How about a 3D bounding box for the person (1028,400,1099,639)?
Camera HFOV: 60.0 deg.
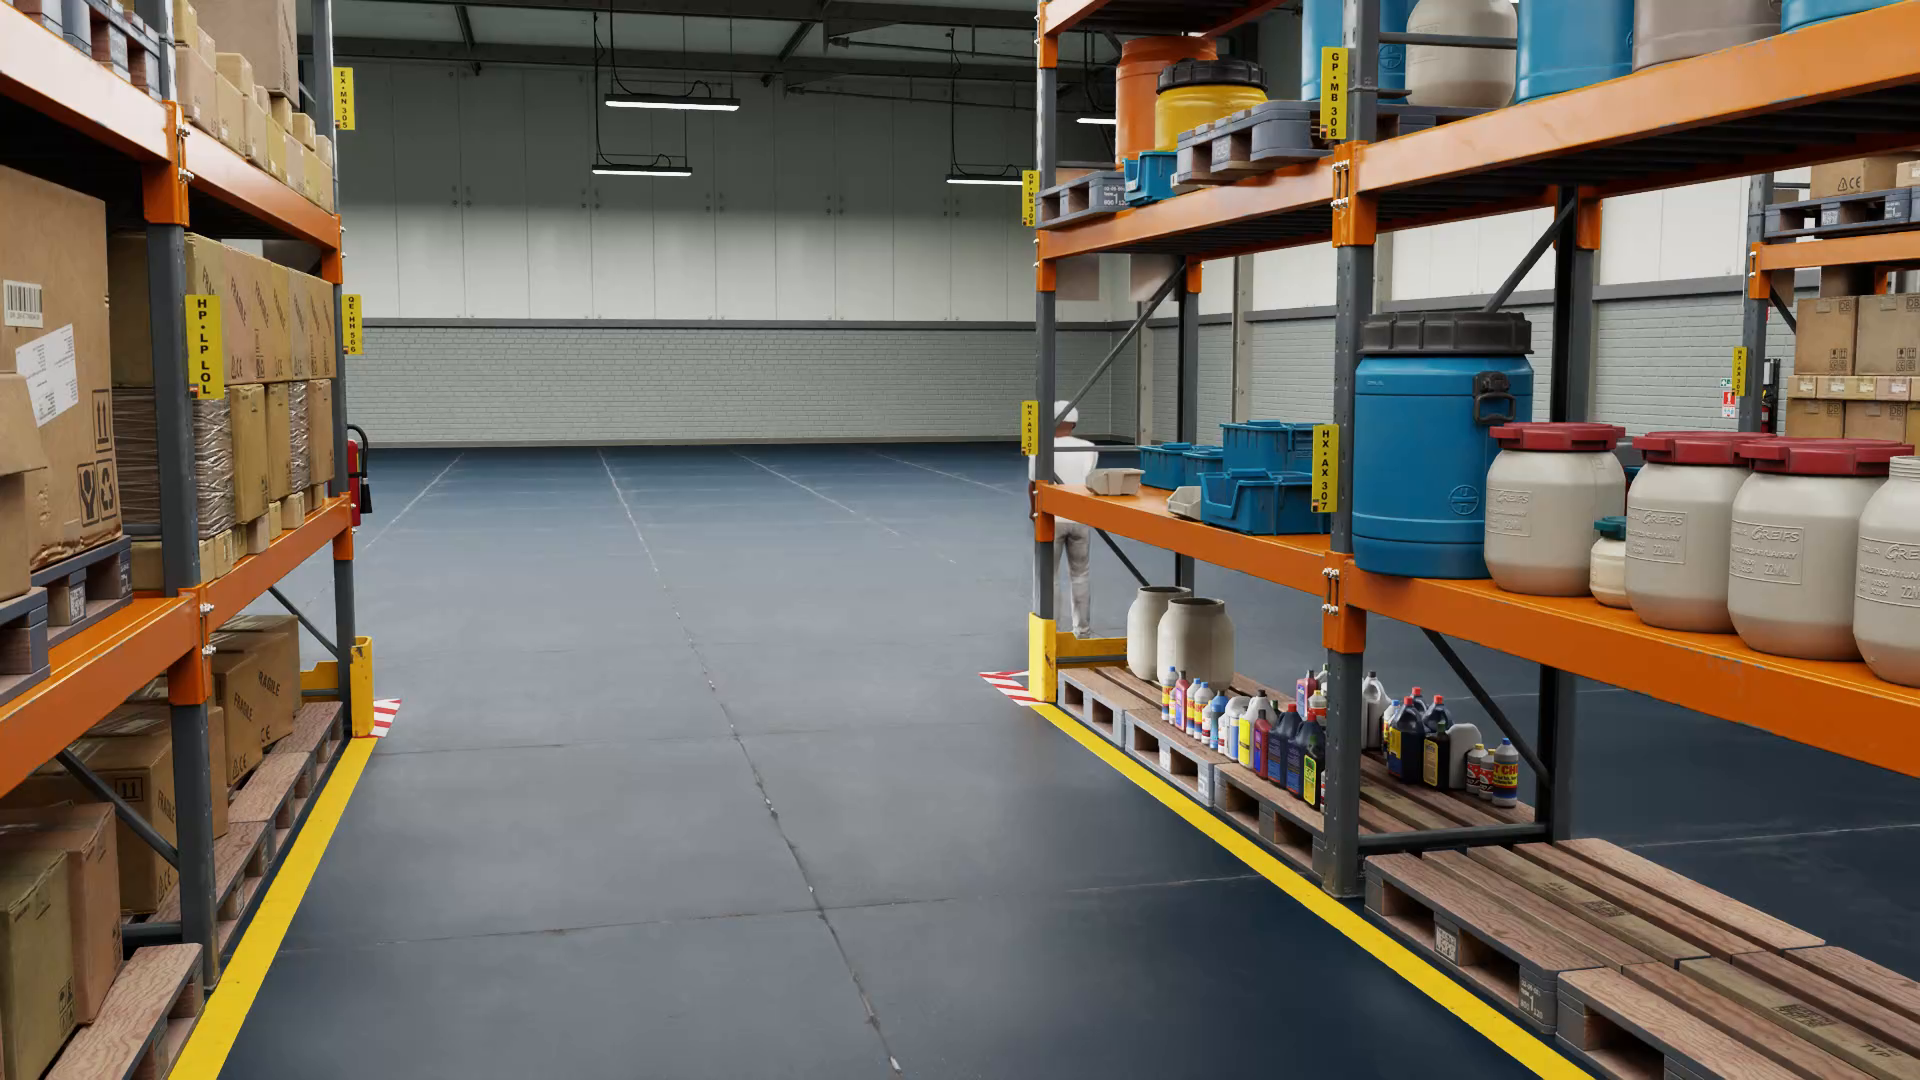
[{"bbox_3d":[0.717,-0.137,12.139,0.505,1.763,0.559,-1,6,-14],"label":"person"}]
